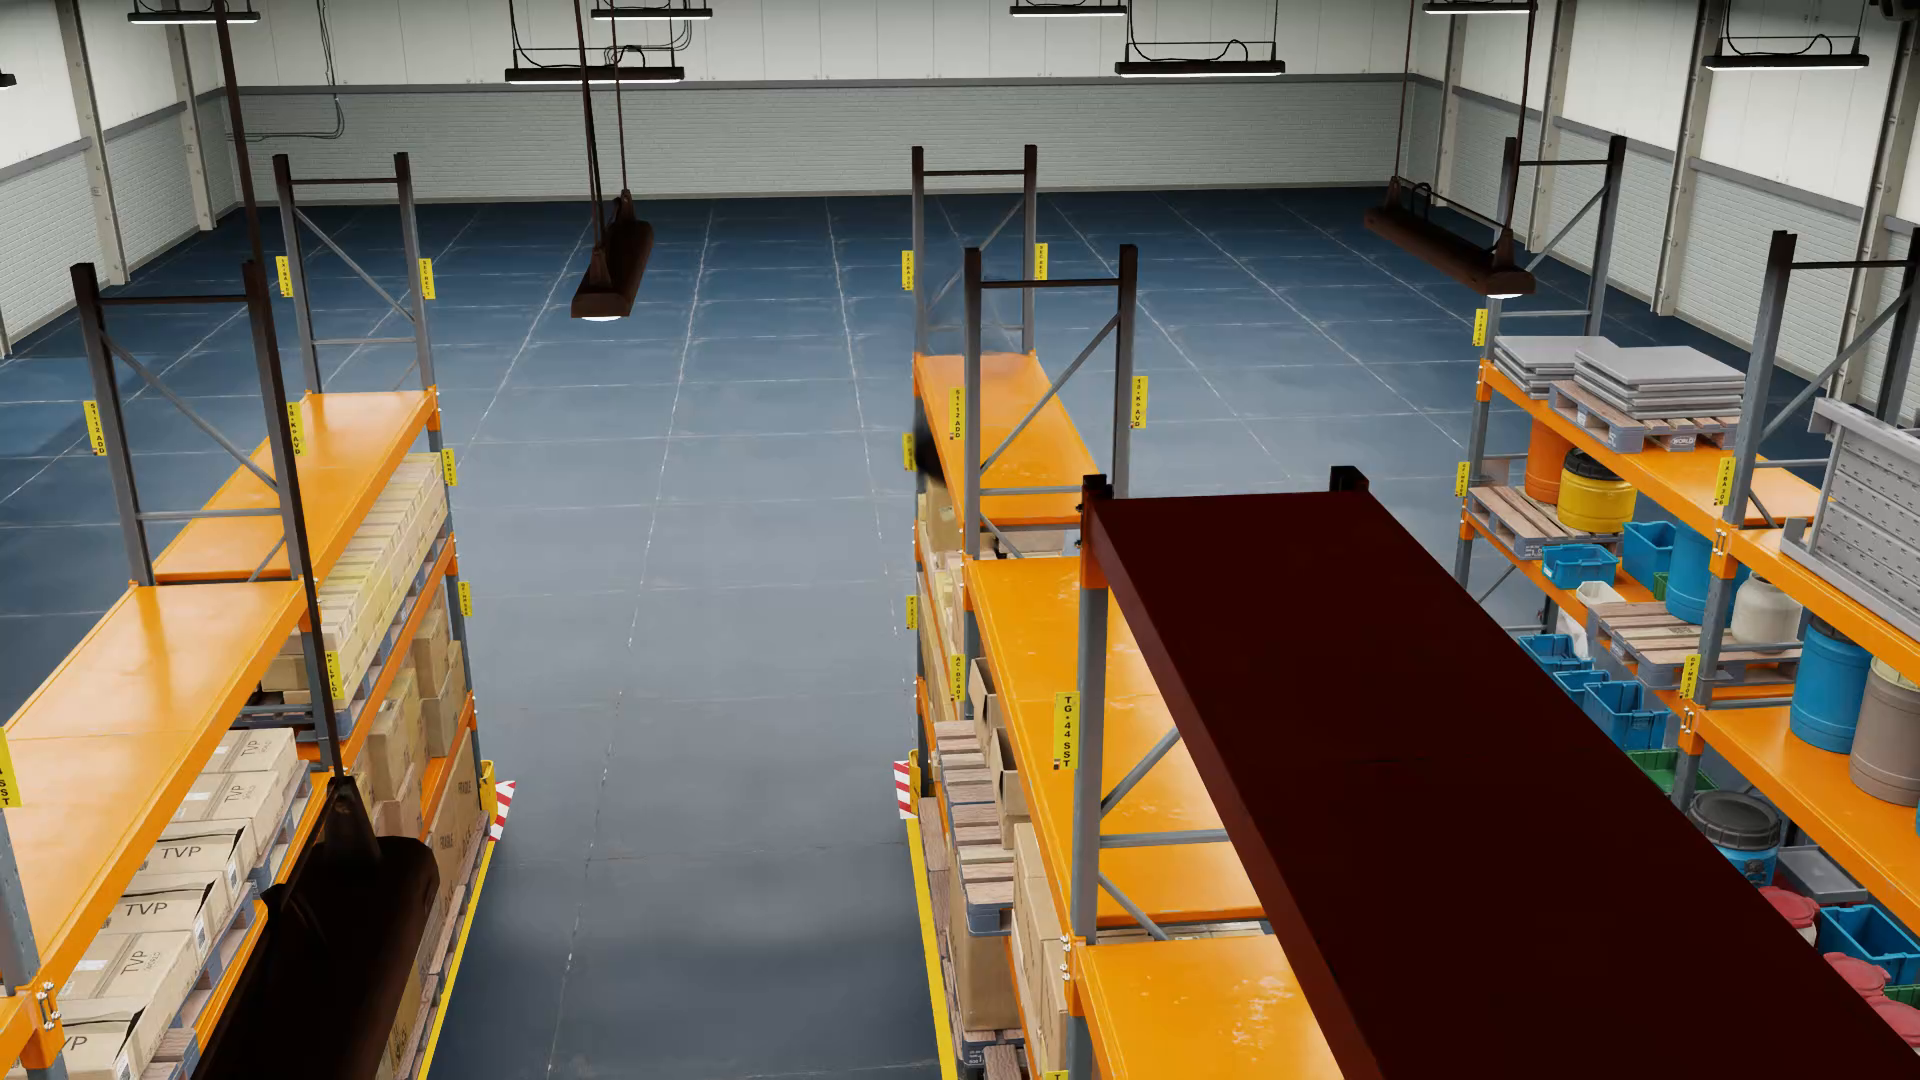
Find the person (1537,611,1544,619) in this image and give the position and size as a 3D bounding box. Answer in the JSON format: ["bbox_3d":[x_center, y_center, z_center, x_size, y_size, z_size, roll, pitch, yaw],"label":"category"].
[{"bbox_3d":[5.934,0.683,16.300,0.696,0.906,0.620,-19,28,-39],"label":"person"}]
